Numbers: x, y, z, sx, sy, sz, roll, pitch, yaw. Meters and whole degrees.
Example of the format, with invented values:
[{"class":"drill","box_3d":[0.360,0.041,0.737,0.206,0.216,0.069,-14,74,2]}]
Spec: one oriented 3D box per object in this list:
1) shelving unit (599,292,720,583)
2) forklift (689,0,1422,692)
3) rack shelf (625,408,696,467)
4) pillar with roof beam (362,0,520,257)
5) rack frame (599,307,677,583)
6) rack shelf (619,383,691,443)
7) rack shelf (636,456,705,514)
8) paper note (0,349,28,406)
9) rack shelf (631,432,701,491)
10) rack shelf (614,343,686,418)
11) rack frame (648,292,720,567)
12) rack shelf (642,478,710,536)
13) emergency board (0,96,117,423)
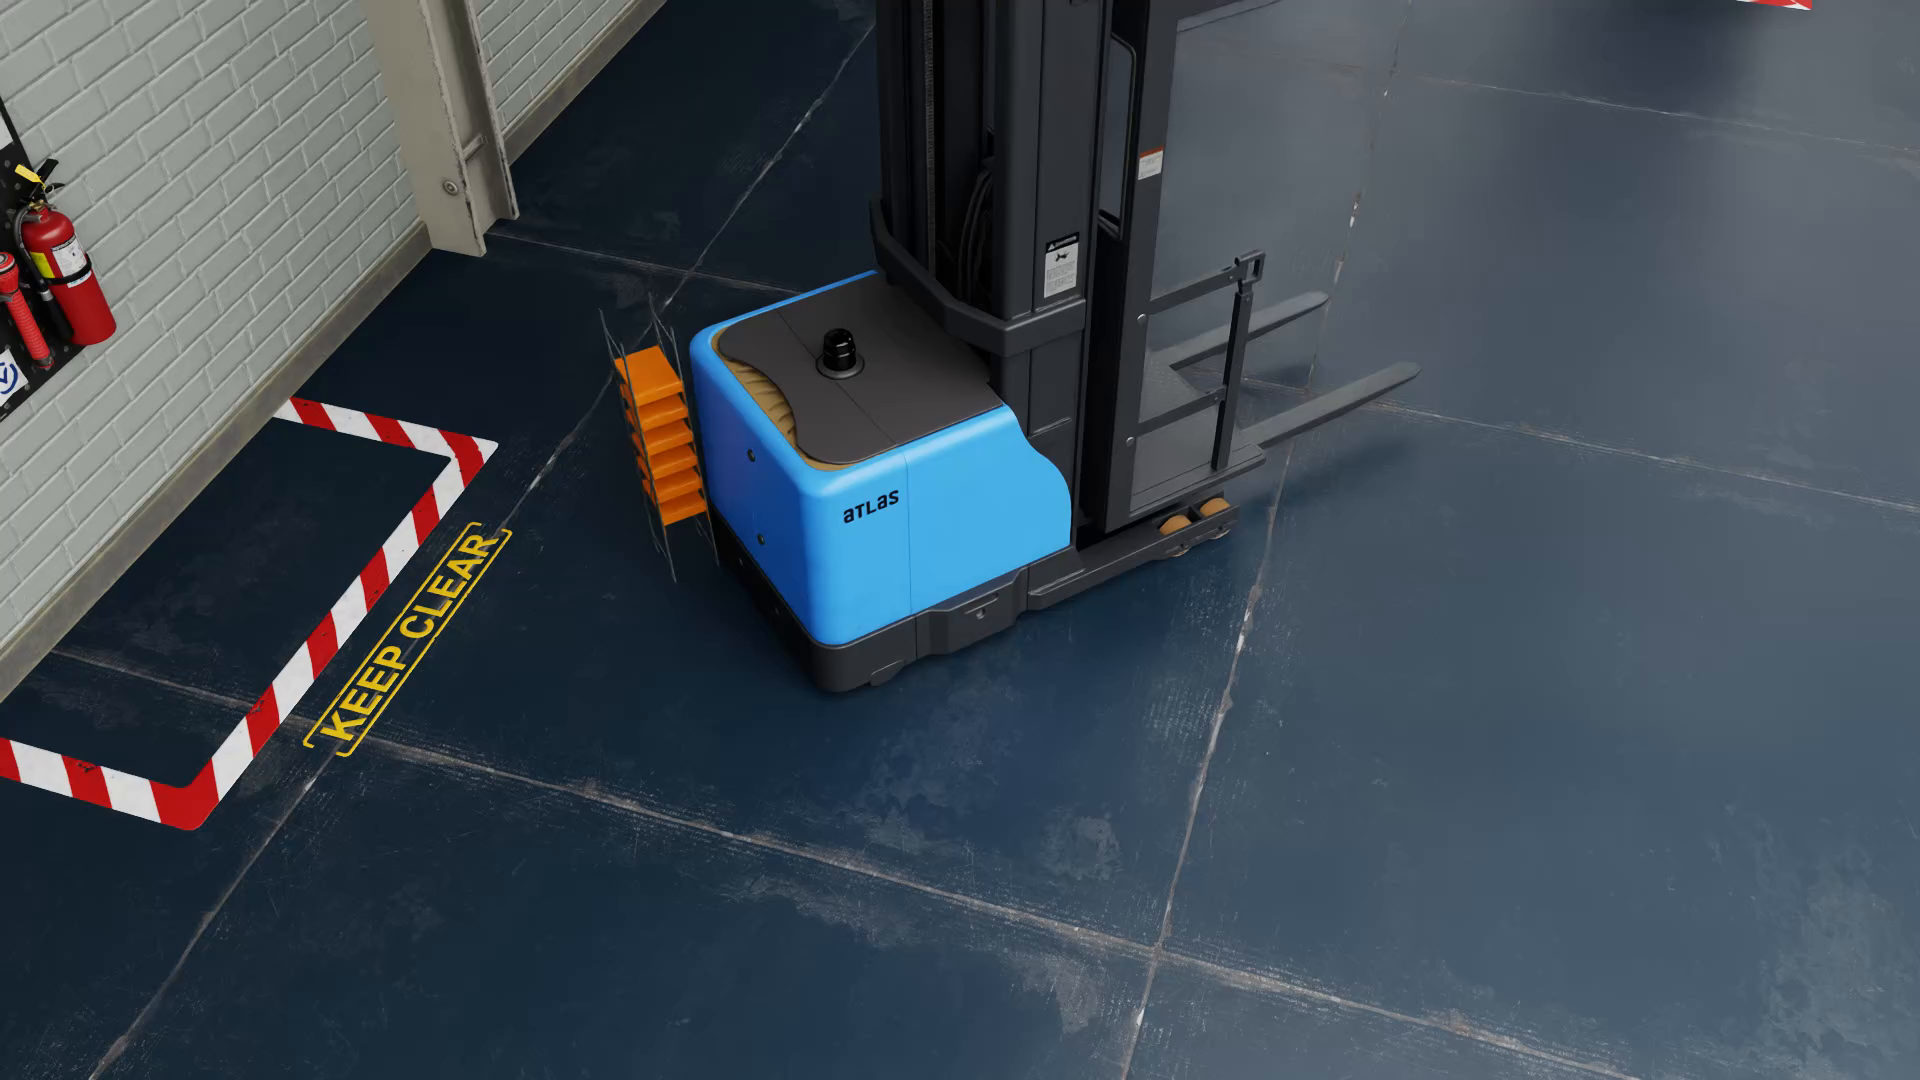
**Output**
[{"class":"shelving unit","box_3d":[-1.118,-0.358,6.253,0.189,1.200,0.258,-22,48,-18]},{"class":"forklift","box_3d":[0.535,-1.276,5.958,3.031,2.935,1.130,-23,49,-22]},{"class":"rack shelf","box_3d":[-1.120,-0.411,6.199,0.180,0.103,0.258,-22,48,-18]},{"class":"pillar with roof beam","box_3d":[1.665,-3.859,4.259,9.100,9.000,0.400,13,46,13]},{"class":"rack frame","box_3d":[-1.199,-0.326,6.225,0.006,1.200,0.240,-22,48,-18]},{"class":"rack shelf","box_3d":[-1.124,-0.495,6.114,0.180,0.103,0.258,-22,48,-18]},{"class":"rack shelf","box_3d":[-1.112,-0.242,6.370,0.180,0.103,0.258,-22,48,-18]},{"class":"paper note","box_3d":[-3.342,-0.569,5.817,0.016,0.148,0.142,13,46,13]},{"class":"rack shelf","box_3d":[-1.116,-0.327,6.285,0.180,0.103,0.258,-22,48,-18]},{"class":"rack shelf","box_3d":[-1.128,-0.579,6.029,0.180,0.103,0.258,-22,48,-18]},{"class":"rack frame","box_3d":[-1.037,-0.390,6.281,0.006,1.200,0.240,-22,48,-18]},{"class":"rack shelf","box_3d":[-1.108,-0.158,6.455,0.180,0.103,0.258,-22,48,-18]},{"class":"emergency board","box_3d":[-3.223,-0.987,5.614,0.194,1.169,0.643,13,46,13]}]
